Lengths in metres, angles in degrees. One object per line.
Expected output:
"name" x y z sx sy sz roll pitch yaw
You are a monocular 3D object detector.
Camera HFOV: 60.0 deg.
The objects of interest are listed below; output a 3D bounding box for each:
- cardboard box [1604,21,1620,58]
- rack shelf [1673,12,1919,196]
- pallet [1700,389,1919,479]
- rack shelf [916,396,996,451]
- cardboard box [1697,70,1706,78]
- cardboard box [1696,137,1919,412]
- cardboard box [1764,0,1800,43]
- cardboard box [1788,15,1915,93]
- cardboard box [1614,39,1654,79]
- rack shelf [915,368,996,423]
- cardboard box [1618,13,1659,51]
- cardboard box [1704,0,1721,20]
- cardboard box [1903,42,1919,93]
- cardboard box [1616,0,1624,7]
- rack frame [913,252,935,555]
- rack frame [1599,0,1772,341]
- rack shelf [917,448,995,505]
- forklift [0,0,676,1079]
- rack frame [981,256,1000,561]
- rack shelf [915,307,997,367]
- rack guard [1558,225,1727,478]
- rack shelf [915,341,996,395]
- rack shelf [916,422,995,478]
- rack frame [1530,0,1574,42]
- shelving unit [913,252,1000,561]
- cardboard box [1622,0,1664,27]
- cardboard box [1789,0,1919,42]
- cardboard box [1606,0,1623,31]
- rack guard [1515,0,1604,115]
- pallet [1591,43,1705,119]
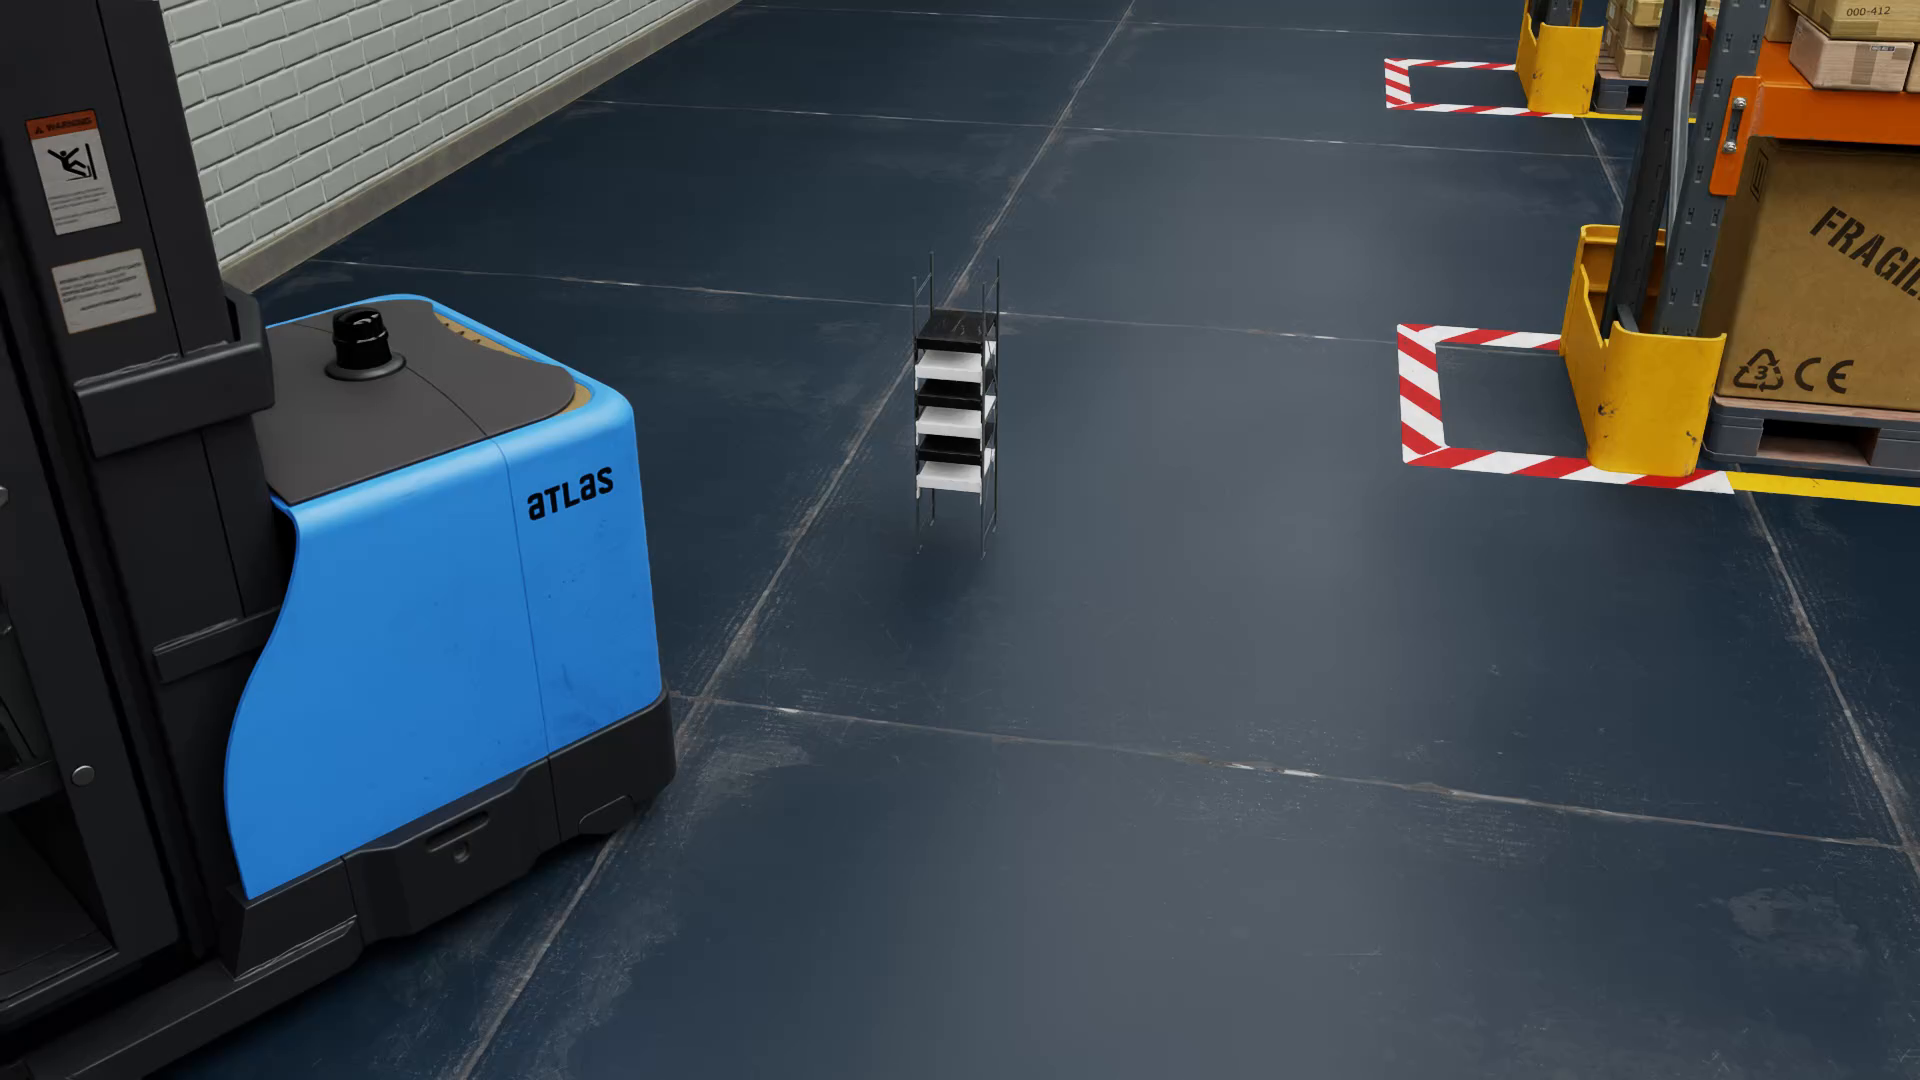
"cardboard box" 4.164 -3.108 10.335 0.250 0.149 0.380 6 29 11
"rack shelf" 4.427 -1.294 5.239 4.000 0.370 1.077 6 29 11
"pallet" 3.270 -0.543 6.022 1.213 0.211 1.003 6 29 11
"rack shelf" -0.008 -0.366 5.051 0.200 0.077 0.258 6 29 11
"cardboard box" 4.325 -2.872 9.904 0.250 0.149 0.380 6 29 10
"cardboard box" 3.114 -1.035 5.793 0.875 0.875 0.875 6 29 11
"cardboard box" 2.888 -1.819 5.710 0.250 0.149 0.380 6 29 12
"cardboard box" 2.750 -1.509 5.144 0.250 0.149 0.380 6 29 11
"cardboard box" 4.051 -2.860 9.882 0.250 0.149 0.380 6 29 12
"rack shelf" -0.008 -0.445 5.008 0.200 0.077 0.258 6 29 11
"cardboard box" 4.065 -3.020 9.864 0.250 0.149 0.380 7 29 13
"cardboard box" 4.342 -3.140 9.775 0.250 0.149 0.380 6 29 11
"cardboard box" 3.001 -1.484 5.099 0.250 0.149 0.380 5 29 10
"cardboard box" 4.177 -3.390 10.230 0.250 0.149 0.380 6 29 11
"rack frame" -0.107 -0.406 5.054 0.006 0.900 0.240 6 29 11
"rack frame" 2.471 -1.810 5.432 0.127 3.000 1.000 6 29 11
"rack shelf" -0.008 -0.208 5.138 0.200 0.077 0.258 6 29 11
"forklift" -2.091 -0.317 2.777 3.031 2.935 1.130 -26 38 -38
"rack frame" 0.091 -0.385 5.017 0.006 0.900 0.240 6 29 11
"rack shelf" -0.008 -0.603 4.922 0.200 0.077 0.258 6 29 11
"rack guard" 2.448 -0.716 6.037 0.348 0.500 1.175 6 29 11
"rack shelf" -0.008 -0.524 4.965 0.200 0.077 0.258 6 29 11
"rack shelf" -0.008 -0.287 5.095 0.200 0.077 0.258 6 29 11
"rack frame" 3.606 -4.129 9.668 0.127 3.000 1.000 6 29 11
"shelving unit" -0.008 -0.396 5.035 0.210 0.900 0.258 6 29 11
"cardboard box" 4.047 -3.112 9.722 0.250 0.149 0.380 5 29 8
"cardboard box" 2.884 -1.700 5.077 0.500 0.250 0.500 5 29 9
"cardboard box" 4.182 -3.274 10.329 0.250 0.149 0.380 5 29 9
"rack guard" 3.680 -3.025 10.255 0.348 0.500 1.175 6 29 11
"pallet" 4.467 -2.800 10.145 1.213 0.211 1.003 6 29 11
